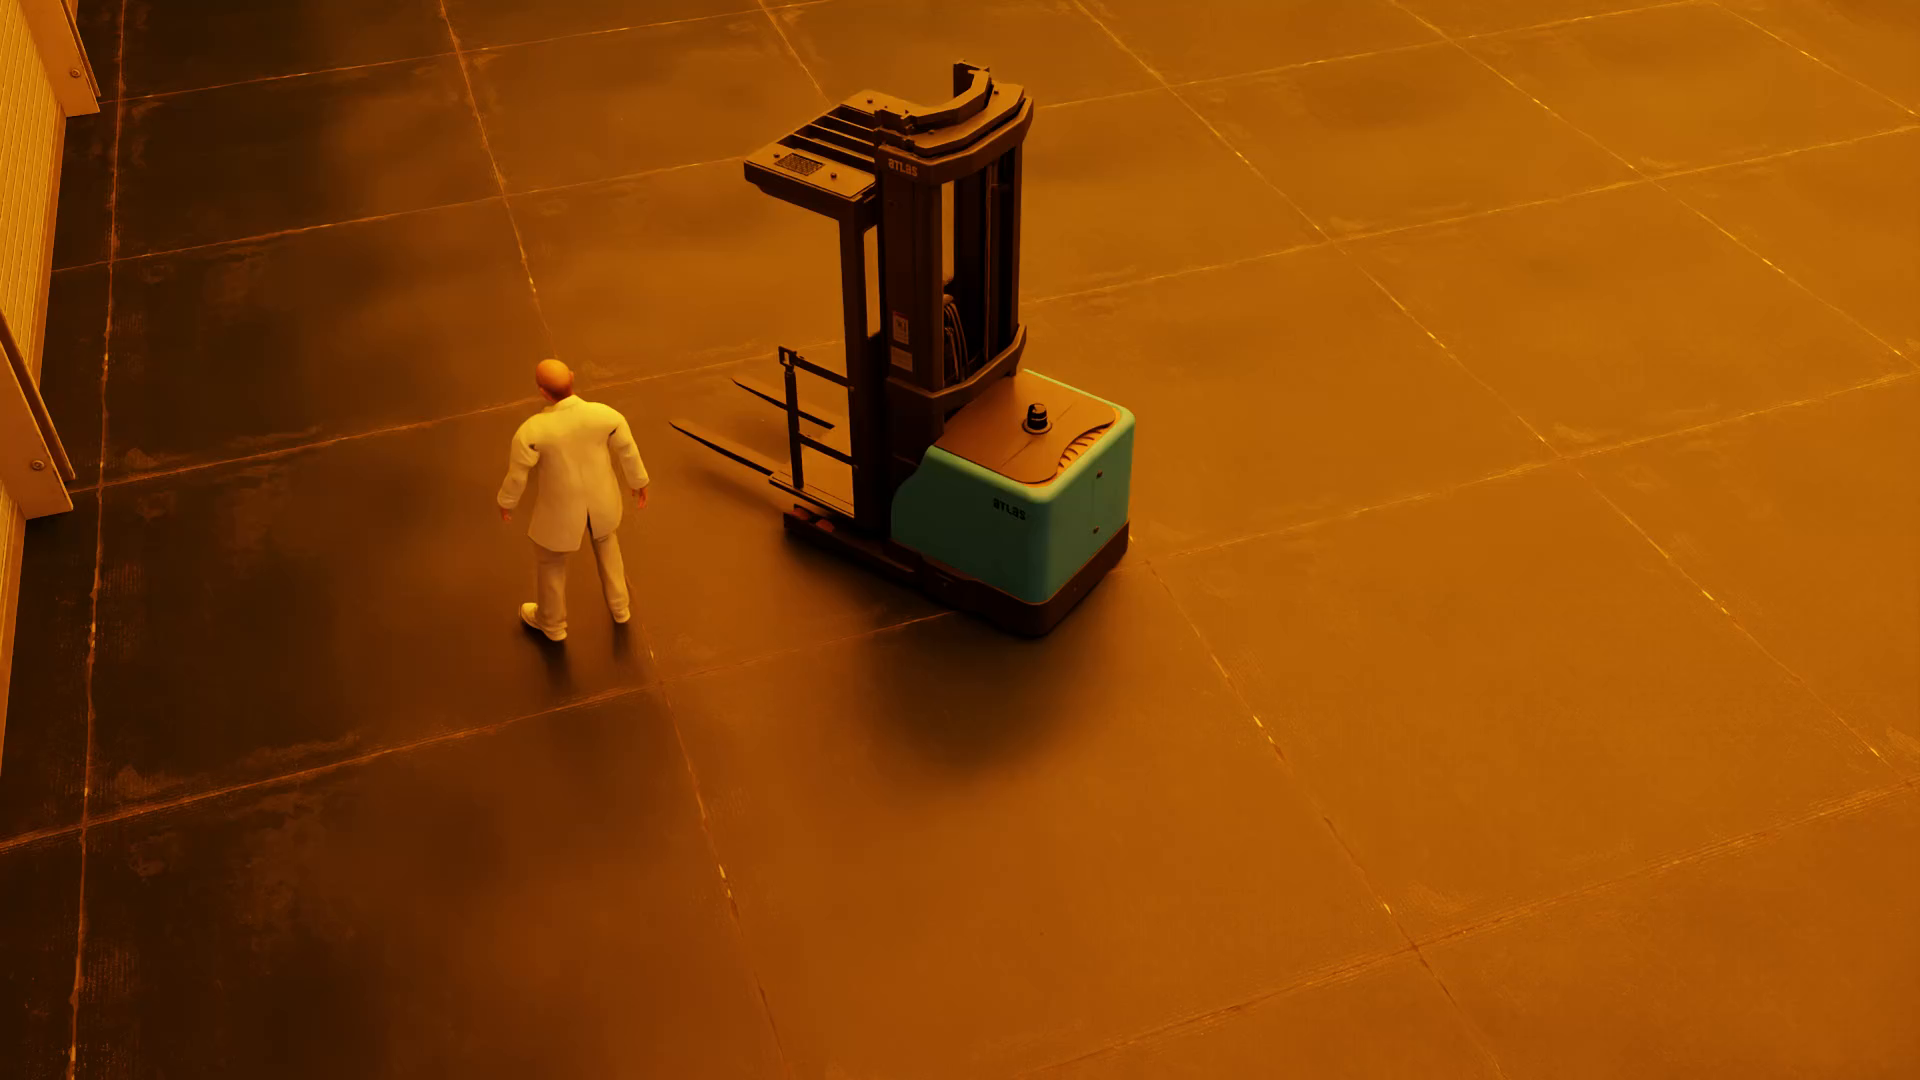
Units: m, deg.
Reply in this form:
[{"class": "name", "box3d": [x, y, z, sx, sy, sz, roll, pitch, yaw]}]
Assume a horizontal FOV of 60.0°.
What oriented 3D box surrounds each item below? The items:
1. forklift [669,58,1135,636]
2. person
[{"class": "forklift", "box3d": [-0.477, -1.333, 9.584, 3.031, 2.935, 1.130, 25, 46, 26]}, {"class": "person", "box3d": [-2.124, -0.248, 9.162, 0.817, 1.763, 0.443, -19, 44, -21]}]
